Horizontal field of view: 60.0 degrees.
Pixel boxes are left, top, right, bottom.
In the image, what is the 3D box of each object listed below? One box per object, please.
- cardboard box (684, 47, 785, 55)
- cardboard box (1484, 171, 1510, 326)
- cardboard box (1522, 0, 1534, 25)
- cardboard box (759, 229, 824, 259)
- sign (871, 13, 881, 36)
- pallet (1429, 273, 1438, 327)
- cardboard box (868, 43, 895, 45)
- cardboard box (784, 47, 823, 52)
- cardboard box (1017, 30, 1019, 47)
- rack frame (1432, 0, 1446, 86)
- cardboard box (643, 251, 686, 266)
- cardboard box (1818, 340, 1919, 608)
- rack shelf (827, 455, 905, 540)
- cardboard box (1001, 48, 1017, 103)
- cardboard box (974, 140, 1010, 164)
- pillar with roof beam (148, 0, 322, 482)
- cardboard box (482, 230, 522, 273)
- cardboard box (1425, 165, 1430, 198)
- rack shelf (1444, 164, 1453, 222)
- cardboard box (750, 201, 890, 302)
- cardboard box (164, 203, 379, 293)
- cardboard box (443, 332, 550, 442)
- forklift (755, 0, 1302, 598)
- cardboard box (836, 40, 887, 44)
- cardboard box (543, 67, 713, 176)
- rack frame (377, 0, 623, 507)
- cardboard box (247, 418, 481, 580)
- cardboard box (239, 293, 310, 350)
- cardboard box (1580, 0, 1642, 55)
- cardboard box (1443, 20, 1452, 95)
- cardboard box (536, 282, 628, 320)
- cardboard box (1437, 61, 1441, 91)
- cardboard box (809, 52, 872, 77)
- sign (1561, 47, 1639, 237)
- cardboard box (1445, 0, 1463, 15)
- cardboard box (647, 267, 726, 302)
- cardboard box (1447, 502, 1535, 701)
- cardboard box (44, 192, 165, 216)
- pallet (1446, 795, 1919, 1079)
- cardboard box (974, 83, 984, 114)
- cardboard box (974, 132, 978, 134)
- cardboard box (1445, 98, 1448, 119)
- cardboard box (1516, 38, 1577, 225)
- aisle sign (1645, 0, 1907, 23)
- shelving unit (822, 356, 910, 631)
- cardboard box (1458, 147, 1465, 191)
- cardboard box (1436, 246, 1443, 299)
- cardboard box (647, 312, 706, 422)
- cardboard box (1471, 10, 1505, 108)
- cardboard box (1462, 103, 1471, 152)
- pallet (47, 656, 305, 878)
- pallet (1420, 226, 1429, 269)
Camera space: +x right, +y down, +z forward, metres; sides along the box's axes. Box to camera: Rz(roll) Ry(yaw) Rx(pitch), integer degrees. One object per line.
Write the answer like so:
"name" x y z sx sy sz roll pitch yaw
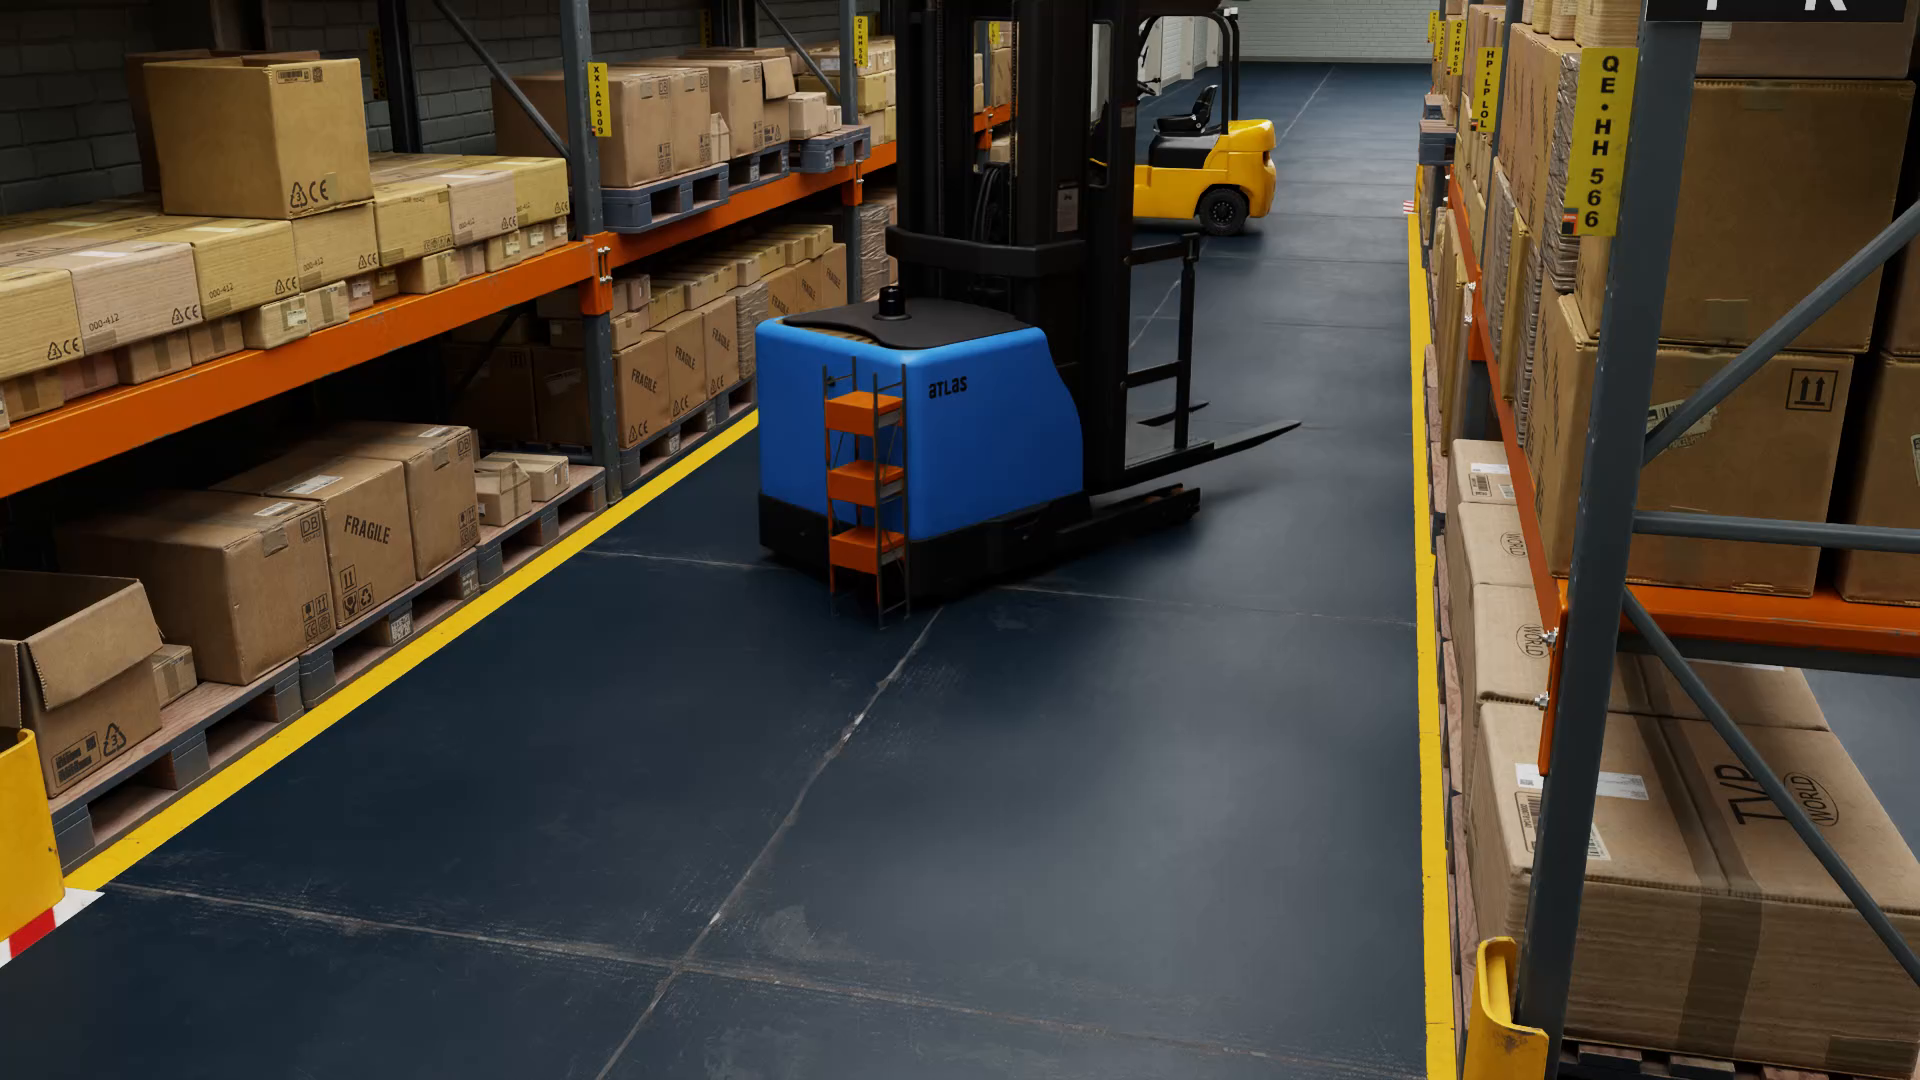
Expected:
"cardboard box" -1.478 -2.991 11.000 0.500 0.500 0.500 6 20 16
"cardboard box" 2.141 -1.013 5.858 0.500 0.500 0.500 5 19 14
"cardboard box" 2.308 -1.999 6.193 0.380 0.149 0.250 4 19 13
"cardboard box" -1.112 -1.954 10.982 0.380 0.149 0.250 4 19 11
"sign" -0.762 -4.638 15.165 0.100 0.325 0.005 5 19 13
"pallet" 4.106 -1.810 12.659 1.003 0.211 1.213 5 19 13
"cardboard box" -0.562 -3.820 13.071 0.380 0.149 0.250 5 19 13
"cardboard box" -1.247 -3.616 12.475 0.380 0.149 0.250 4 19 12
"cardboard box" 0.406 -4.900 16.234 0.380 0.149 0.250 4 19 13
"rack frame" 5.568 -5.011 17.717 1.000 3.000 0.127 5 19 13
"cardboard box" -1.894 -1.668 10.146 0.380 0.149 0.250 5 19 14
"cardboard box" 2.055 -0.171 3.393 0.500 0.500 0.500 5 19 13
"rack shelf" -0.366 -0.172 6.596 0.240 0.259 0.215 12 23 33
"cardboard box" 0.250 -4.478 16.003 0.500 0.500 0.500 5 19 14
"cardboard box" 0.199 -3.645 15.777 0.500 0.250 0.500 4 19 13
"pillar with roof beam" 0.953 -3.992 5.454 9.100 9.000 0.400 5 19 13
"cardboard box" -2.093 -1.235 7.051 0.380 0.149 0.250 5 20 15
"cardboard box" 4.722 -3.536 15.842 0.500 0.500 0.500 6 20 16
"rack shelf" 4.103 -2.790 12.327 1.077 0.370 4.000 5 19 13
"cardboard box" -1.035 -2.163 12.405 0.875 0.625 0.625 5 20 15
"cardboard box" -2.435 -1.056 5.912 0.500 0.250 0.500 4 19 12
"cardboard box" -2.344 -0.833 8.704 0.500 0.500 0.500 5 19 13
"forklift" 0.506 -1.535 7.648 3.031 2.935 1.130 -18 26 -42
"cardboard box" -0.823 -4.093 13.872 0.380 0.149 0.250 5 19 13
"cardboard box" -1.716 -2.183 8.633 0.700 0.500 0.500 5 19 14
"rack frame" -2.178 -1.640 7.849 1.000 3.000 0.127 5 19 13
"cardboard box" -2.413 -0.177 6.782 0.700 0.500 0.500 4 19 11
"cardboard box" -2.446 -0.749 5.628 0.380 0.149 0.250 4 19 12
"cardboard box" 1.573 -1.121 3.622 0.380 0.149 0.250 4 19 13
"cardboard box" 3.693 -3.376 11.665 0.500 0.500 0.500 3 19 10
"cardboard box" -1.891 -1.200 8.314 0.380 0.149 0.250 4 19 12
"cardboard box" 4.700 -4.429 15.398 0.500 0.500 0.500 5 20 15
"cardboard box" -0.837 -3.325 11.623 0.380 0.149 0.250 5 20 15
"sign" 1.136 -0.703 2.947 0.100 0.325 0.005 5 19 13
"cardboard box" 4.133 -4.331 13.459 0.380 0.149 0.250 5 19 13
"cardboard box" -1.574 -1.469 9.561 0.380 0.149 0.250 5 20 15
"cardboard box" 2.161 0.233 5.678 0.875 0.438 0.875 4 19 12
"cardboard box" -2.919 -1.102 6.044 0.500 0.250 0.500 5 19 13
"pallet" 1.779 1.067 4.237 1.003 0.211 1.213 5 19 13
"cardboard box" -0.092 -3.898 14.692 0.500 0.250 0.500 5 20 15
"cardboard box" -0.044 -4.006 16.831 0.500 0.250 0.500 5 19 14
"cardboard box" 3.549 -2.955 11.437 0.380 0.149 0.250 4 19 11
"cardboard box" 1.894 -1.165 4.755 0.500 0.500 0.500 5 19 13
"aisle sign" 1.341 -1.228 2.620 0.394 0.787 0.004 5 19 13
"shelving unit" -0.366 -0.182 6.592 0.252 1.050 0.215 12 23 33
"cardboard box" 3.142 -2.136 9.534 0.500 0.250 0.500 4 19 12
"cardboard box" 3.934 -1.867 11.928 0.950 0.372 0.625 4 19 12
"cardboard box" -1.721 -0.958 9.068 0.500 0.500 0.500 4 19 13
"cardboard box" 2.876 -2.413 8.411 0.500 0.500 0.500 5 19 14
"cardboard box" 2.989 -2.212 8.983 0.500 0.250 0.500 5 19 13
"pallet" -2.942 0.659 5.431 1.003 0.211 1.213 5 19 13
"pallet" 4.721 -2.651 15.121 1.003 0.211 1.213 5 19 13
